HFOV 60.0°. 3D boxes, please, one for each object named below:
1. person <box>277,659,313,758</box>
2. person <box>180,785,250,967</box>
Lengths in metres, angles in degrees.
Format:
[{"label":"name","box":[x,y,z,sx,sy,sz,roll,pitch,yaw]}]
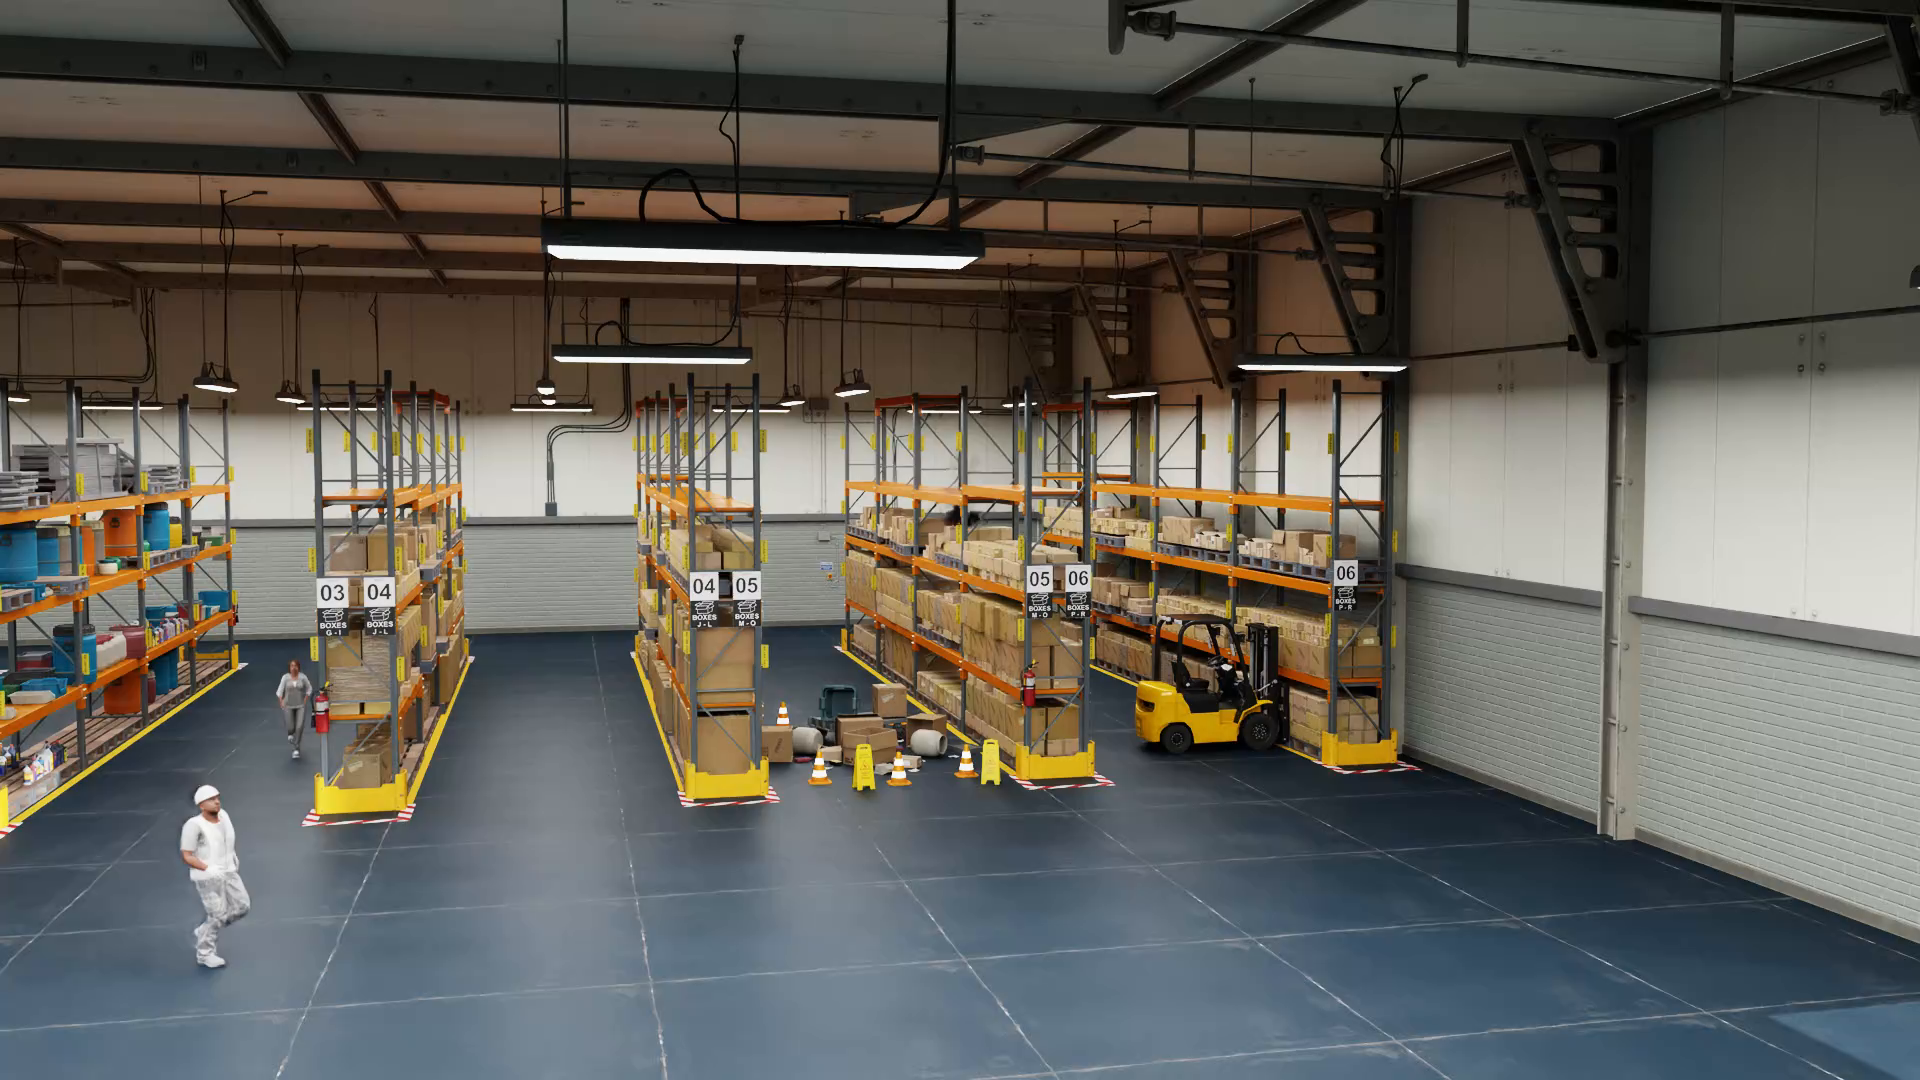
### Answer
[{"label":"person","box":[-10.679,2.690,26.712,0.537,1.561,0.589,-1,4,-24]},{"label":"person","box":[-7.135,3.212,15.951,0.530,1.739,0.689,1,3,13]}]
